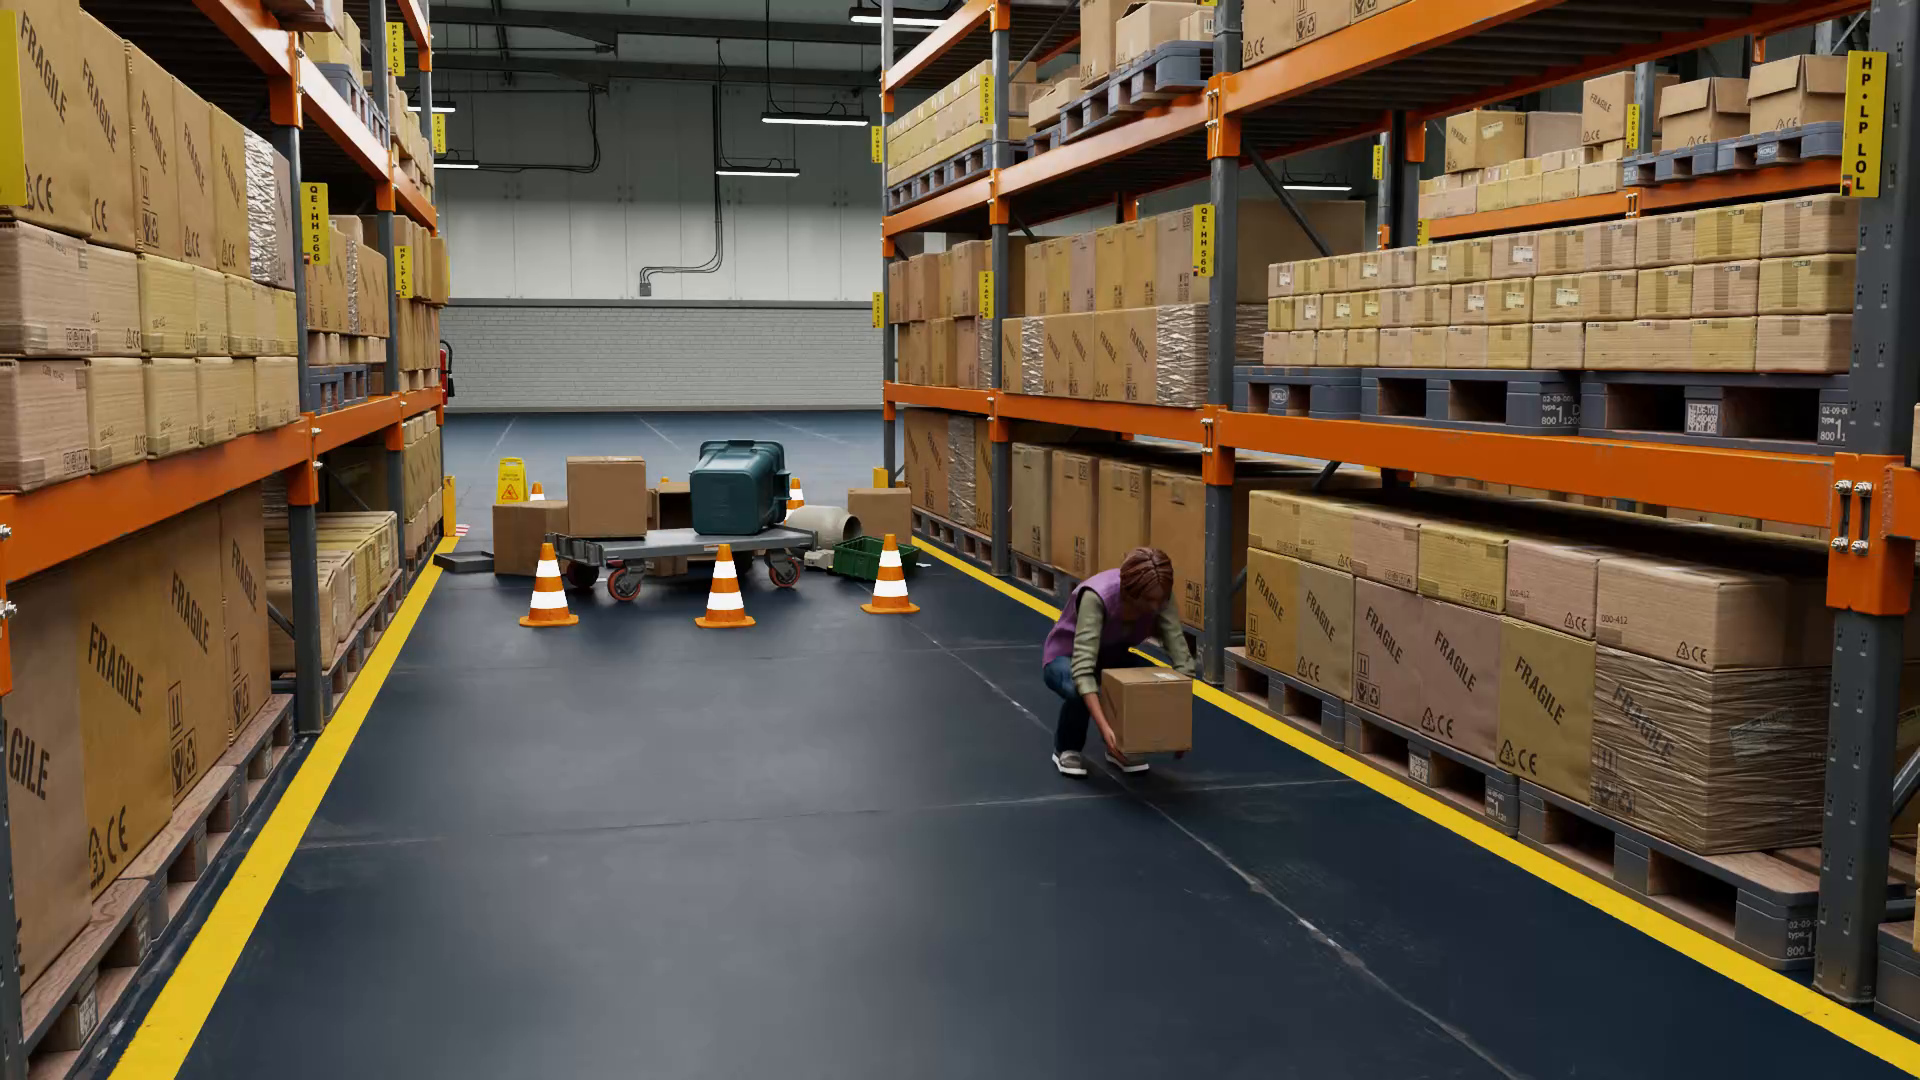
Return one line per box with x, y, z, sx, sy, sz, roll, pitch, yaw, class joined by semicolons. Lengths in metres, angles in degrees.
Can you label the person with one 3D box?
0.575;0.442;6.134;0.460;0.888;0.810;-2;7;-14;person
